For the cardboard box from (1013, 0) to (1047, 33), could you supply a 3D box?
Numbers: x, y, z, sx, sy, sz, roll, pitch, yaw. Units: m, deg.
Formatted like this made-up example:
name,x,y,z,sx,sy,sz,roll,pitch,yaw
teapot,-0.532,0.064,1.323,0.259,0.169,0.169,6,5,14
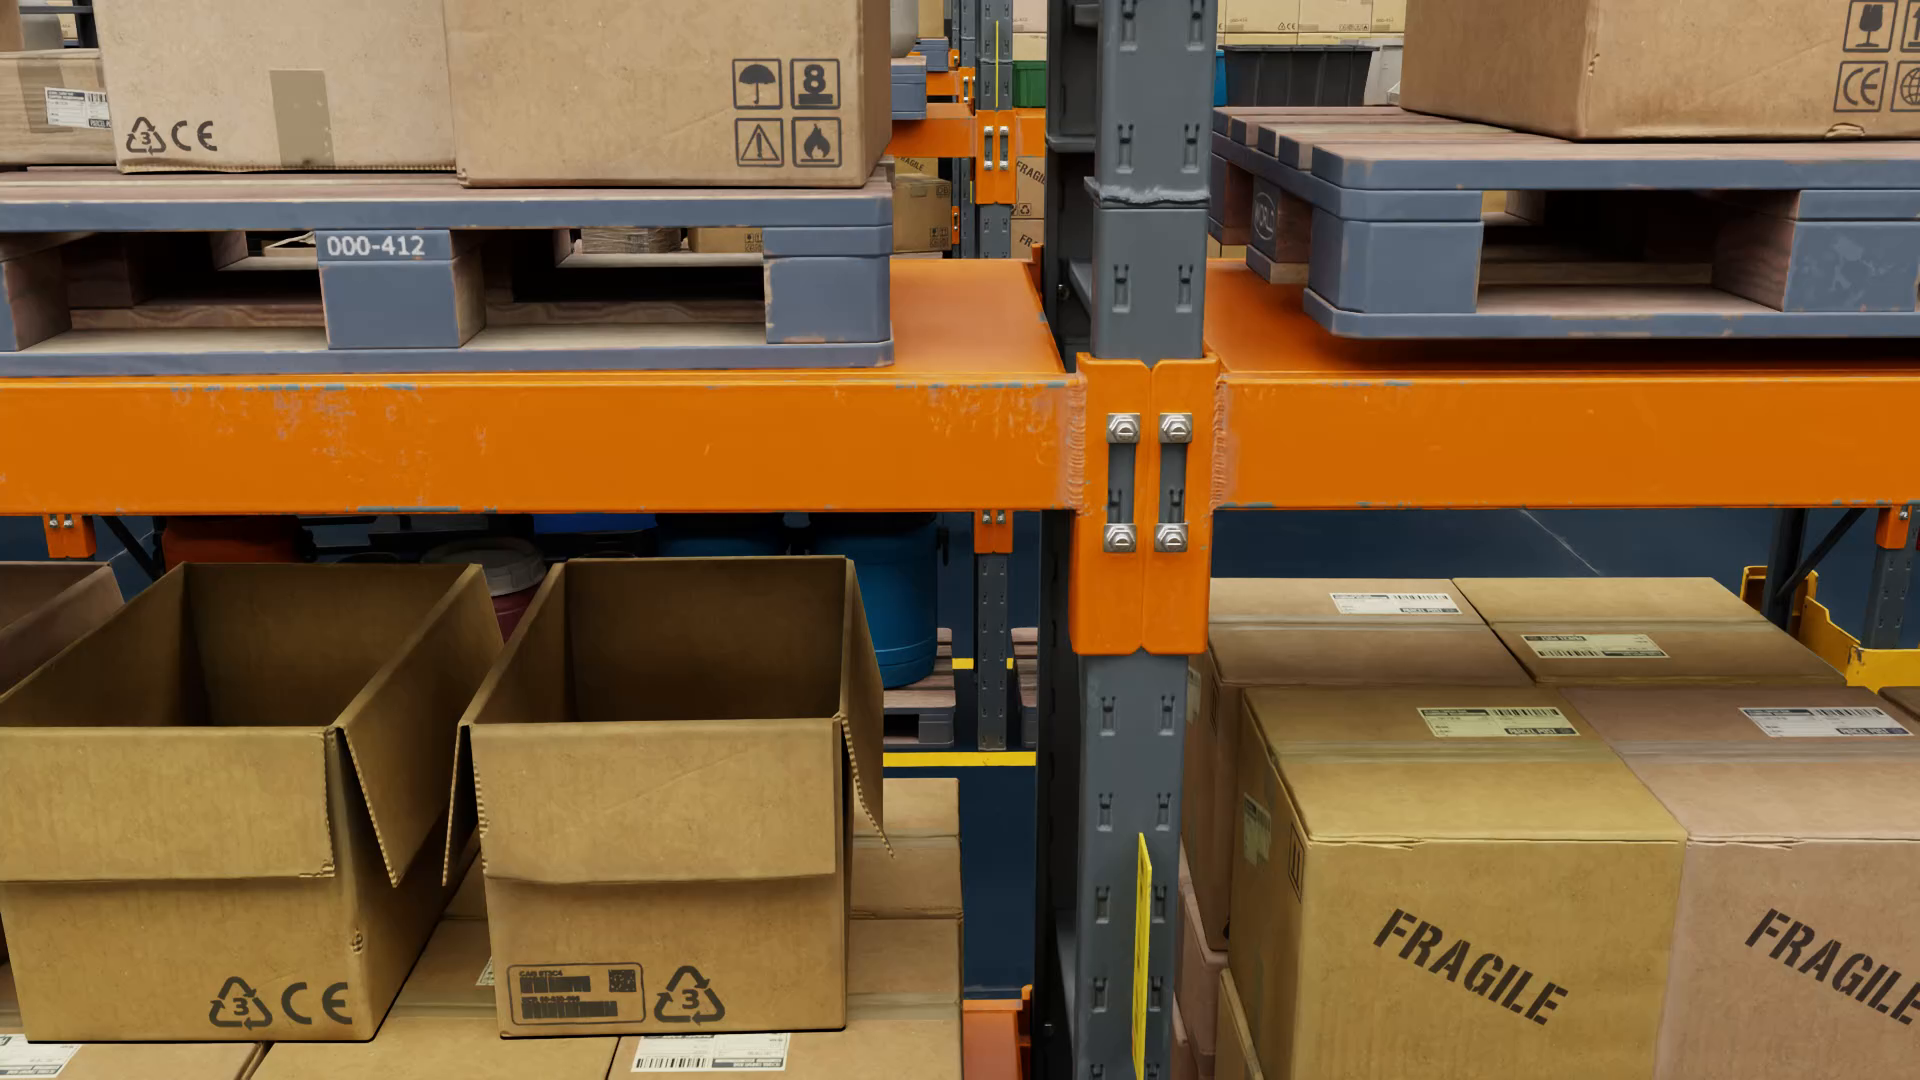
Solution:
name,x,y,z,sx,sy,sz,roll,pitch,yaw
cardboard box,0.554,-3.651,11.536,0.500,0.250,0.500,0,18,-1

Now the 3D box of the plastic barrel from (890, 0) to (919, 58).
name,x,y,z,sx,sy,sz,roll,pitch,yaw
plastic barrel,-0.392,-2.384,7.248,0.433,0.535,0.433,0,18,0

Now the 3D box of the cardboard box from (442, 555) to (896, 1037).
name,x,y,z,sx,sy,sz,roll,pitch,yaw
cardboard box,-0.422,0.376,2.659,0.637,0.503,0.797,-1,18,-2

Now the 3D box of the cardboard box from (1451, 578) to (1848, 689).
name,x,y,z,sx,sy,sz,roll,pitch,yaw
cardboard box,1.173,0.383,2.973,0.500,0.500,0.500,0,18,0

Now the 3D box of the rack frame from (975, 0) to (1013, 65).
name,x,y,z,sx,sy,sz,roll,pitch,yaw
rack frame,0.139,-3.474,6.644,0.127,3.000,1.000,0,18,-1

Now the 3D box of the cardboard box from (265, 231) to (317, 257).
name,x,y,z,sx,sy,sz,roll,pitch,yaw
cardboard box,-4.833,-2.123,12.401,0.500,0.311,0.500,0,18,-2

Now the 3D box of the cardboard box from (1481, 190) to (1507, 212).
name,x,y,z,sx,sy,sz,roll,pitch,yaw
cardboard box,3.623,-2.587,11.900,0.500,0.500,0.500,0,18,-1

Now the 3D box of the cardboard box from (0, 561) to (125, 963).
name,x,y,z,sx,sy,sz,roll,pitch,yaw
cardboard box,-1.729,0.384,2.635,0.637,0.503,0.797,0,18,1

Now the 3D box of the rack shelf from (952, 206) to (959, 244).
name,x,y,z,sx,sy,sz,roll,pitch,yaw
rack shelf,-2.017,-3.291,17.073,4.000,0.370,1.077,0,18,-1

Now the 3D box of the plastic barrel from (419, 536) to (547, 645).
name,x,y,z,sx,sy,sz,roll,pitch,yaw
plastic barrel,-2.243,0.337,7.845,0.708,0.588,0.600,0,18,-1

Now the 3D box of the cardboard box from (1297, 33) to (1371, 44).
name,x,y,z,sx,sy,sz,roll,pitch,yaw
cardboard box,2.554,-3.418,11.626,0.500,0.250,0.500,0,18,-1

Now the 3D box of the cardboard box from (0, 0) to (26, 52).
name,x,y,z,sx,sy,sz,roll,pitch,yaw
cardboard box,-1.740,-0.779,2.298,0.637,0.503,0.797,-1,18,-2

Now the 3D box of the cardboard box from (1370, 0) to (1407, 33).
name,x,y,z,sx,sy,sz,roll,pitch,yaw
cardboard box,3.054,-3.661,11.567,0.500,0.250,0.500,0,18,-1

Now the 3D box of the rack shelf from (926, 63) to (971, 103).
name,x,y,z,sx,sy,sz,roll,pitch,yaw
rack shelf,-1.936,-3.206,11.898,4.000,0.370,1.077,0,18,-1

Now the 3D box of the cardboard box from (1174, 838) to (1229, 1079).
name,x,y,z,sx,sy,sz,roll,pitch,yaw
cardboard box,0.654,0.743,3.079,0.500,0.250,0.500,-1,18,-2

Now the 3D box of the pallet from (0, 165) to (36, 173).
name,x,y,z,sx,sy,sz,roll,pitch,yaw
pallet,-2.022,-0.449,2.435,1.213,0.211,1.003,1,18,2

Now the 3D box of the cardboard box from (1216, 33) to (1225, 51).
name,x,y,z,sx,sy,sz,roll,pitch,yaw
cardboard box,1.554,-3.417,11.623,0.500,0.250,0.500,0,18,-1

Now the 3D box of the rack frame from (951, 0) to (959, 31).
name,x,y,z,sx,sy,sz,roll,pitch,yaw
rack frame,-0.018,-6.500,16.077,0.127,3.000,1.000,0,18,-1

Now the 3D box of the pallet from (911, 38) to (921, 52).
name,x,y,z,sx,sy,sz,roll,pitch,yaw
pallet,-0.934,-4.961,16.503,1.217,0.209,0.805,-1,18,-3

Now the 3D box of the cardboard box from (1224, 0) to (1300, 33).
name,x,y,z,sx,sy,sz,roll,pitch,yaw
cardboard box,2.054,-3.656,11.549,0.500,0.250,0.500,0,18,-1

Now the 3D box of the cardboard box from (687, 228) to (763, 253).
name,x,y,z,sx,sy,sz,roll,pitch,yaw
cardboard box,-1.701,-2.350,12.112,0.500,0.500,0.700,-5,18,-15

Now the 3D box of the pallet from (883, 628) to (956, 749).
name,x,y,z,sx,sy,sz,roll,pitch,yaw
pallet,-0.633,0.702,8.015,1.213,0.211,1.003,0,18,-1

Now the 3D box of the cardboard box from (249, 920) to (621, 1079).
name,x,y,z,sx,sy,sz,roll,pitch,yaw
cardboard box,-0.741,0.934,2.562,0.500,0.500,0.500,0,18,1

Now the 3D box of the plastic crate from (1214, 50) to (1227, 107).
name,x,y,z,sx,sy,sz,roll,pitch,yaw
plastic crate,1.044,-2.068,7.446,0.300,0.233,0.416,0,18,-1

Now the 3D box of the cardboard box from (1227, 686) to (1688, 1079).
name,x,y,z,sx,sy,sz,roll,pitch,yaw
cardboard box,0.700,0.544,2.472,0.500,0.500,0.500,0,18,-1

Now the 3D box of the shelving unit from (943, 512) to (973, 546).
name,x,y,z,sx,sy,sz,roll,pitch,yaw
shelving unit,-0.014,-0.571,10.364,0.189,1.200,0.258,0,18,-1

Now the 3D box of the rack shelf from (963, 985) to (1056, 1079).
name,x,y,z,sx,sy,sz,roll,pitch,yaw
rack shelf,-1.783,1.248,2.925,4.000,0.370,1.077,0,18,-1

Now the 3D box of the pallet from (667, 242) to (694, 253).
name,x,y,z,sx,sy,sz,roll,pitch,yaw
pallet,-1.991,-2.030,12.279,1.213,0.211,1.003,0,18,-1

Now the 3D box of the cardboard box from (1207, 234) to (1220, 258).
name,x,y,z,sx,sy,sz,roll,pitch,yaw
cardboard box,1.590,-2.102,12.026,0.500,0.500,0.500,0,18,-1

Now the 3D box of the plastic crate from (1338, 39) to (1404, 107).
name,x,y,z,sx,sy,sz,roll,pitch,yaw
plastic crate,1.917,-2.092,7.441,0.530,0.282,0.437,0,18,-1

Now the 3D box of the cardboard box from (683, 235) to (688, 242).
name,x,y,z,sx,sy,sz,roll,pitch,yaw
cardboard box,-2.404,-2.766,17.090,0.750,0.750,0.750,0,18,-1

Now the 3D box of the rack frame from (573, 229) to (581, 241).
name,x,y,z,sx,sy,sz,roll,pitch,yaw
rack frame,-4.017,-3.624,16.933,0.127,3.000,1.000,0,18,-1

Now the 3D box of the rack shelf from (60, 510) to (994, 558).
name,x,y,z,sx,sy,sz,roll,pitch,yaw
rack shelf,-1.861,-0.265,7.640,4.000,0.370,1.077,0,18,-1

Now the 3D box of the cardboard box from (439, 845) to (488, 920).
name,x,y,z,sx,sy,sz,roll,pitch,yaw
cardboard box,-0.750,0.777,3.052,0.500,0.500,0.500,0,18,-1

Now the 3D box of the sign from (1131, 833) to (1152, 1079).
name,x,y,z,sx,sy,sz,roll,pitch,yaw
sign,0.235,0.548,2.164,0.005,0.325,0.100,0,18,-1

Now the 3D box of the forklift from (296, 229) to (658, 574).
name,x,y,z,sx,sy,sz,roll,pitch,yaw
forklift,-2.987,-1.275,9.724,3.031,2.935,1.130,-2,18,-7

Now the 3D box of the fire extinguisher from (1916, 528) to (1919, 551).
name,x,y,z,sx,sy,sz,roll,pitch,yaw
fire extinguisher,4.296,-0.284,7.259,0.183,0.674,0.296,0,18,-1

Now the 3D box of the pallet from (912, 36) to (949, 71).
name,x,y,z,sx,sy,sz,roll,pitch,yaw
pallet,-0.589,-3.487,11.904,1.003,0.211,1.213,0,18,-1

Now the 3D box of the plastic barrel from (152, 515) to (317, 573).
name,x,y,z,sx,sy,sz,roll,pitch,yaw
plastic barrel,-3.372,0.228,7.791,0.708,0.830,0.600,0,18,-1

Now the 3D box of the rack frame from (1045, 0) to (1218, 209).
name,x,y,z,sx,sy,sz,roll,pitch,yaw
rack frame,0.217,-1.961,1.929,0.127,3.000,1.000,0,18,-1

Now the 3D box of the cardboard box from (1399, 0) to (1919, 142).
name,x,y,z,sx,sy,sz,roll,pitch,yaw
cardboard box,0.998,-0.850,2.361,0.500,0.500,0.700,-1,18,-4

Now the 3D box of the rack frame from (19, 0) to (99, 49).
name,x,y,z,sx,sy,sz,roll,pitch,yaw
rack frame,-3.861,-3.454,6.584,0.127,3.000,1.000,0,18,-1

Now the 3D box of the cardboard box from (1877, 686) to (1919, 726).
name,x,y,z,sx,sy,sz,roll,pitch,yaw
cardboard box,1.712,0.540,2.484,0.500,0.500,0.500,-1,18,-3

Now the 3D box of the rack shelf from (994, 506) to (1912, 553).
name,x,y,z,sx,sy,sz,roll,pitch,yaw
rack shelf,2.138,-0.284,7.701,4.000,0.370,1.077,0,18,-1

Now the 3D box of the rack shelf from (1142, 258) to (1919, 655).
name,x,y,z,sx,sy,sz,roll,pitch,yaw
rack shelf,2.217,-0.200,2.527,4.000,0.370,1.077,0,18,-1

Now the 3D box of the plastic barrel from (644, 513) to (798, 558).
name,x,y,z,sx,sy,sz,roll,pitch,yaw
plastic barrel,-1.114,0.183,7.814,0.708,0.901,0.600,0,18,-1

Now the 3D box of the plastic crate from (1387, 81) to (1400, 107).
name,x,y,z,sx,sy,sz,roll,pitch,yaw
plastic crate,2.076,-1.853,6.936,0.530,0.136,0.437,0,18,-1

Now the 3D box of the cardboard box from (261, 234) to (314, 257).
name,x,y,z,sx,sy,sz,roll,pitch,yaw
cardboard box,-6.841,-2.992,17.110,0.500,0.250,0.500,-1,18,-2

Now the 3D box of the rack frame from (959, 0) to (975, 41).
name,x,y,z,sx,sy,sz,roll,pitch,yaw
rack frame,0.064,-4.987,11.360,0.127,3.000,1.000,0,18,-1

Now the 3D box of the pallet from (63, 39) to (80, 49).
name,x,y,z,sx,sy,sz,roll,pitch,yaw
pallet,-5.731,-3.412,11.672,1.213,0.211,1.003,1,18,2

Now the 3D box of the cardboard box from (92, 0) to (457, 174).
name,x,y,z,sx,sy,sz,roll,pitch,yaw
cardboard box,-0.881,-0.712,2.405,0.500,0.311,0.500,-1,18,-3
